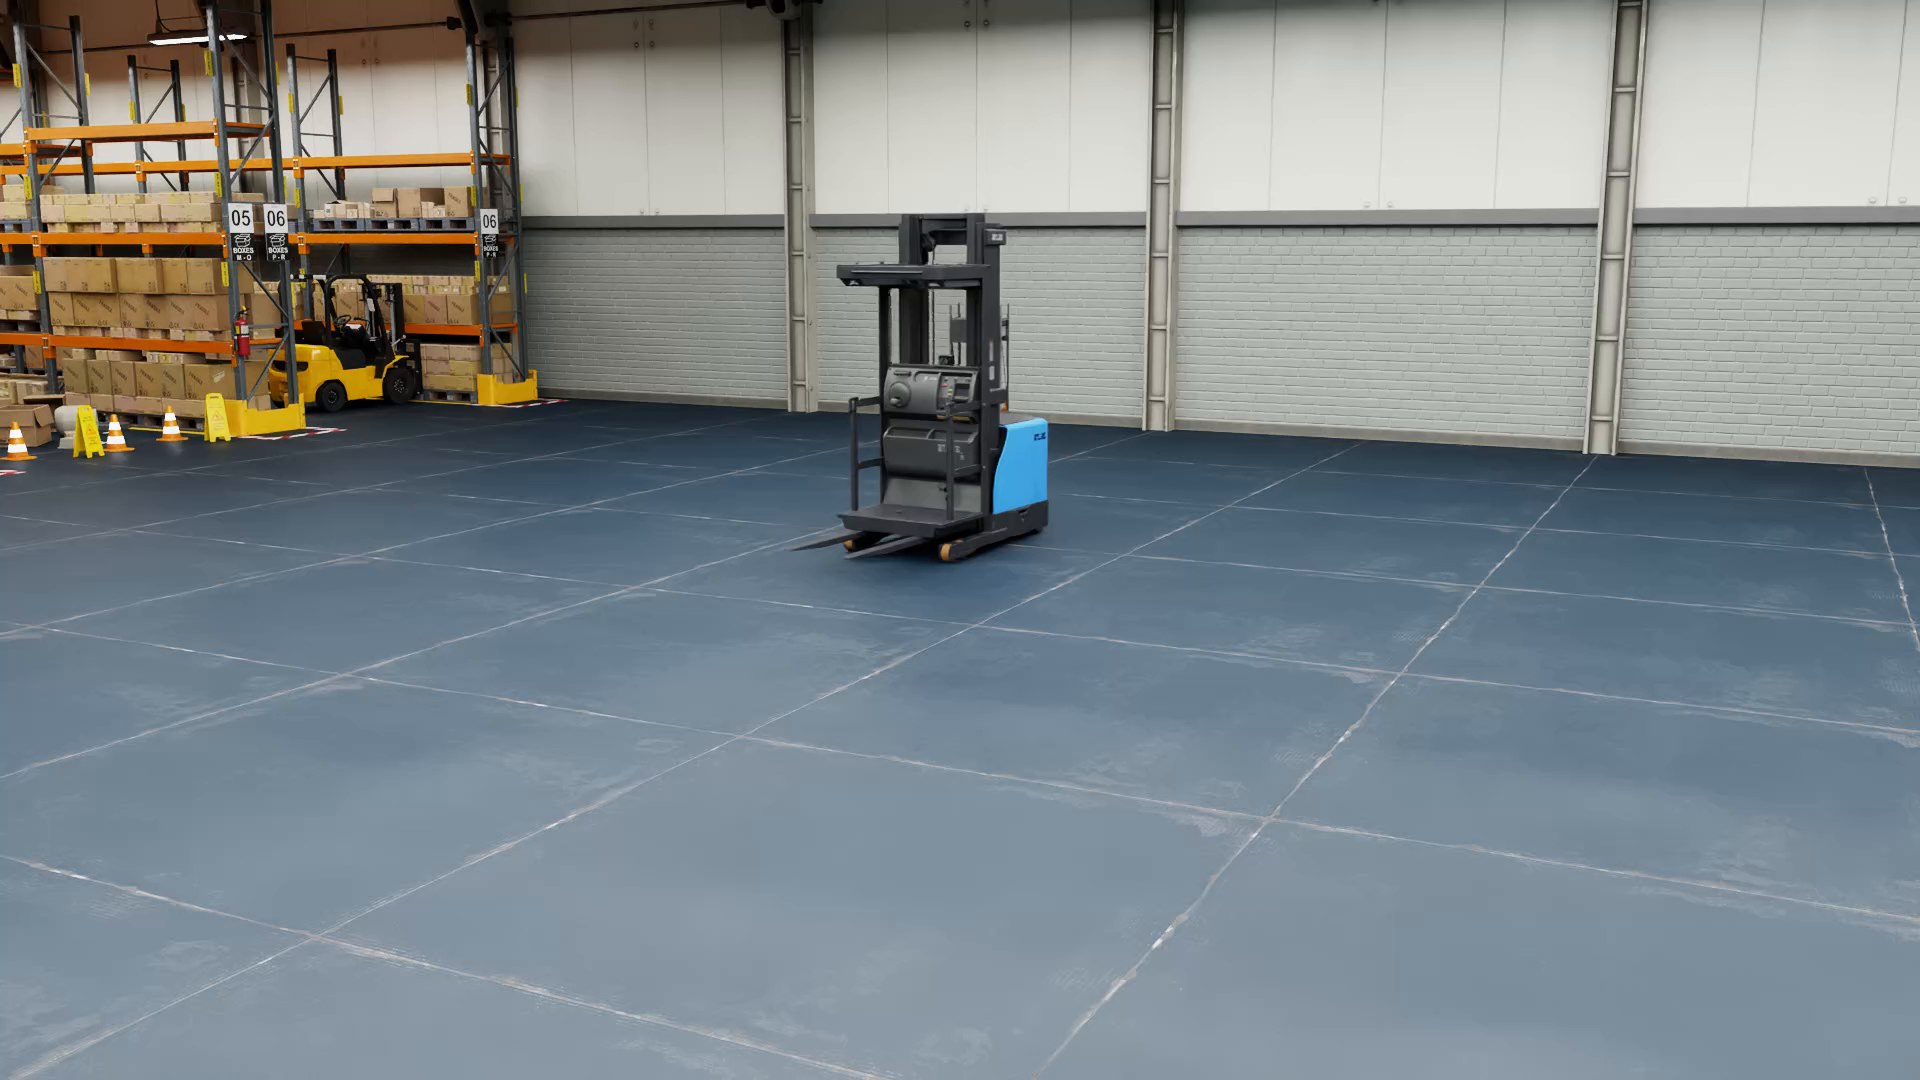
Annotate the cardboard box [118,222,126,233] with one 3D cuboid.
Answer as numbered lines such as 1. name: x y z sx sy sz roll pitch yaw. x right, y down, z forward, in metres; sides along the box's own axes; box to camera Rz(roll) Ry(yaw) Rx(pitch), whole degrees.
1. cardboard box: -11.891 -4.506 23.988 0.250 0.149 0.380 5 11 26

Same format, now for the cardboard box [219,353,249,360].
1. cardboard box: -13.094 -3.331 30.702 0.625 0.625 0.875 5 11 23

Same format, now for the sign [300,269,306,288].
1. sign: -11.485 -4.576 29.061 0.005 0.325 0.100 5 11 26

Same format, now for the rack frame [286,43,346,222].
1. rack frame: -11.254 -7.084 29.106 0.127 3.000 1.000 5 11 26

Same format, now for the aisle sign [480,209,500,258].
1. aisle sign: -7.737 -5.044 27.379 0.004 0.787 0.394 5 11 26

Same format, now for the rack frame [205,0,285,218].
1. rack frame: -9.859 -5.976 22.982 0.127 3.000 1.000 5 11 26

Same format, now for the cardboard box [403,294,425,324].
1. cardboard box: -9.145 -3.946 28.329 0.500 0.500 0.500 5 11 25

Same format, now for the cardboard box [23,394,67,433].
1. cardboard box: -13.088 -1.809 23.813 0.500 0.500 0.500 -4 11 -23

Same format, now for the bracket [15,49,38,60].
1. bracket: -18.438 -9.595 32.873 0.430 0.232 0.235 5 11 26

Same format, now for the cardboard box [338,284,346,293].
1. cardboard box: -10.605 -4.397 29.002 0.250 0.149 0.380 5 11 26

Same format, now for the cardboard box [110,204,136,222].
1. cardboard box: -11.809 -4.689 23.881 0.500 0.250 0.500 5 11 26

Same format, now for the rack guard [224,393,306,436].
1. rack guard: -9.928 -1.800 23.772 0.348 0.500 1.175 5 11 26

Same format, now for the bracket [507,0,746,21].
1. bracket: -5.351 -8.445 26.519 4.783 0.066 0.076 5 11 26

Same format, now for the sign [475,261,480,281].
1. sign: -7.919 -4.418 27.302 0.005 0.325 0.100 5 11 26

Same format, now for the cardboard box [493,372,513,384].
1. cardboard box: -8.020 -2.741 28.492 0.500 0.250 0.500 5 11 26

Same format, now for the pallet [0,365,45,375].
1. pallet: -19.043 -3.445 33.671 1.213 0.211 1.003 5 11 26

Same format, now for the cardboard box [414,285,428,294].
1. cardboard box: -9.027 -4.249 28.180 0.250 0.149 0.380 5 11 24

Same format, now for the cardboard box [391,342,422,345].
1. cardboard box: -9.586 -3.268 28.598 0.500 0.250 0.500 5 11 25

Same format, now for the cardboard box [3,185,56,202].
1. cardboard box: -14.023 -5.219 25.063 0.500 0.250 0.500 5 12 27

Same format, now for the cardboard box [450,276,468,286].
1. cardboard box: -8.316 -4.341 27.855 0.250 0.149 0.380 5 11 26

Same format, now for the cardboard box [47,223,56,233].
1. cardboard box: -13.274 -4.627 24.658 0.250 0.149 0.380 5 11 25

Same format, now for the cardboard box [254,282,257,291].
1. cardboard box: -12.595 -4.568 29.942 0.250 0.149 0.380 5 11 24

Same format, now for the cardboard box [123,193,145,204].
1. cardboard box: -11.683 -4.864 23.726 0.250 0.149 0.380 5 12 27

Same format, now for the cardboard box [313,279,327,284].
1. cardboard box: -11.099 -4.575 29.146 0.250 0.149 0.380 5 12 27

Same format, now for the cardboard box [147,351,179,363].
1. cardboard box: -11.512 -2.647 24.047 0.250 0.149 0.380 6 12 28

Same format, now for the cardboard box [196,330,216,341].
1. cardboard box: -10.566 -2.898 23.526 0.250 0.149 0.380 5 11 25

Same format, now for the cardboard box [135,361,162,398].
1. cardboard box: -11.612 -2.350 24.226 0.500 0.500 0.500 5 11 24

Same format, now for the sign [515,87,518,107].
1. sign: -7.415 -7.395 27.754 0.005 0.325 0.100 5 11 26

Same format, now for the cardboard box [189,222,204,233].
1. cardboard box: -10.541 -4.374 23.260 0.250 0.149 0.380 5 11 26

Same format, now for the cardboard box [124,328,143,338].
1. cardboard box: -11.925 -3.022 24.210 0.250 0.149 0.380 5 11 26

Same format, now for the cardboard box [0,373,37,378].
1. cardboard box: -15.189 -2.404 26.292 0.625 0.372 0.950 5 12 28

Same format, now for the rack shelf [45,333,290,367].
1. rack shelf: -11.653 -2.828 24.452 4.000 0.370 1.077 5 11 26

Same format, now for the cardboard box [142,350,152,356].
1. cardboard box: -15.315 -3.423 31.561 0.500 0.500 0.500 5 12 27

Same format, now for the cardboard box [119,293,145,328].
1. cardboard box: -11.808 -3.342 24.155 0.500 0.500 0.500 5 11 26

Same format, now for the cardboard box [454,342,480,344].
1. cardboard box: -8.463 -3.270 28.608 0.500 0.250 0.500 5 11 26

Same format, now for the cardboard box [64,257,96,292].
1. cardboard box: -12.700 -3.914 24.509 0.500 0.500 0.700 5 11 26

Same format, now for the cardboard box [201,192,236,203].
1. cardboard box: -10.293 -4.748 23.088 0.250 0.149 0.380 5 11 26

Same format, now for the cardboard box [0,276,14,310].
1. cardboard box: -14.408 -3.780 25.399 0.500 0.500 0.500 5 11 26

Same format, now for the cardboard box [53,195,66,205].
1. cardboard box: -13.062 -4.991 24.430 0.250 0.149 0.380 5 12 28

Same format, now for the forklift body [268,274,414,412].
1. forklift body: -10.174 -3.258 27.190 1.214 2.155 2.313 5 11 26

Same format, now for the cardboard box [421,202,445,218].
1. cardboard box: -8.771 -5.520 27.800 0.258 0.266 0.396 5 11 26

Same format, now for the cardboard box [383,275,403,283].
1. cardboard box: -9.677 -4.469 28.563 0.250 0.149 0.380 5 11 26

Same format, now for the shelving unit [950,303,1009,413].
1. shelving unit: 0.191 -1.240 16.188 0.503 2.100 0.431 2 11 12

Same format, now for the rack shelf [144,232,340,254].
1. rack shelf: -13.047 -5.412 30.308 4.000 0.370 1.077 5 11 26

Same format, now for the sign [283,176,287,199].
1. sign: -9.619 -5.017 23.651 0.005 0.325 0.100 5 11 26

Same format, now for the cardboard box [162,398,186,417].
1. cardboard box: -11.164 -1.941 24.071 0.500 0.250 0.500 5 11 26

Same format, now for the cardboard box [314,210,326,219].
1. cardboard box: -10.986 -5.657 28.886 0.250 0.149 0.380 5 12 27

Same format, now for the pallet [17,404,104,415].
1. pallet: -14.145 -2.028 25.844 1.213 0.211 1.003 5 11 26

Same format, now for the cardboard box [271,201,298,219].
1. cardboard box: -12.010 -5.838 29.435 0.500 0.311 0.500 5 11 24

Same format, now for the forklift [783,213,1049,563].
1. forklift: -0.368 -1.342 14.418 1.130 2.935 3.031 6 12 31

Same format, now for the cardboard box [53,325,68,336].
1. cardboard box: -13.306 -3.140 24.860 0.250 0.149 0.380 5 11 26

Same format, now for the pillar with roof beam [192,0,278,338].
1. pillar with roof beam: -15.178 -6.753 27.276 0.548 9.000 9.100 5 11 26
